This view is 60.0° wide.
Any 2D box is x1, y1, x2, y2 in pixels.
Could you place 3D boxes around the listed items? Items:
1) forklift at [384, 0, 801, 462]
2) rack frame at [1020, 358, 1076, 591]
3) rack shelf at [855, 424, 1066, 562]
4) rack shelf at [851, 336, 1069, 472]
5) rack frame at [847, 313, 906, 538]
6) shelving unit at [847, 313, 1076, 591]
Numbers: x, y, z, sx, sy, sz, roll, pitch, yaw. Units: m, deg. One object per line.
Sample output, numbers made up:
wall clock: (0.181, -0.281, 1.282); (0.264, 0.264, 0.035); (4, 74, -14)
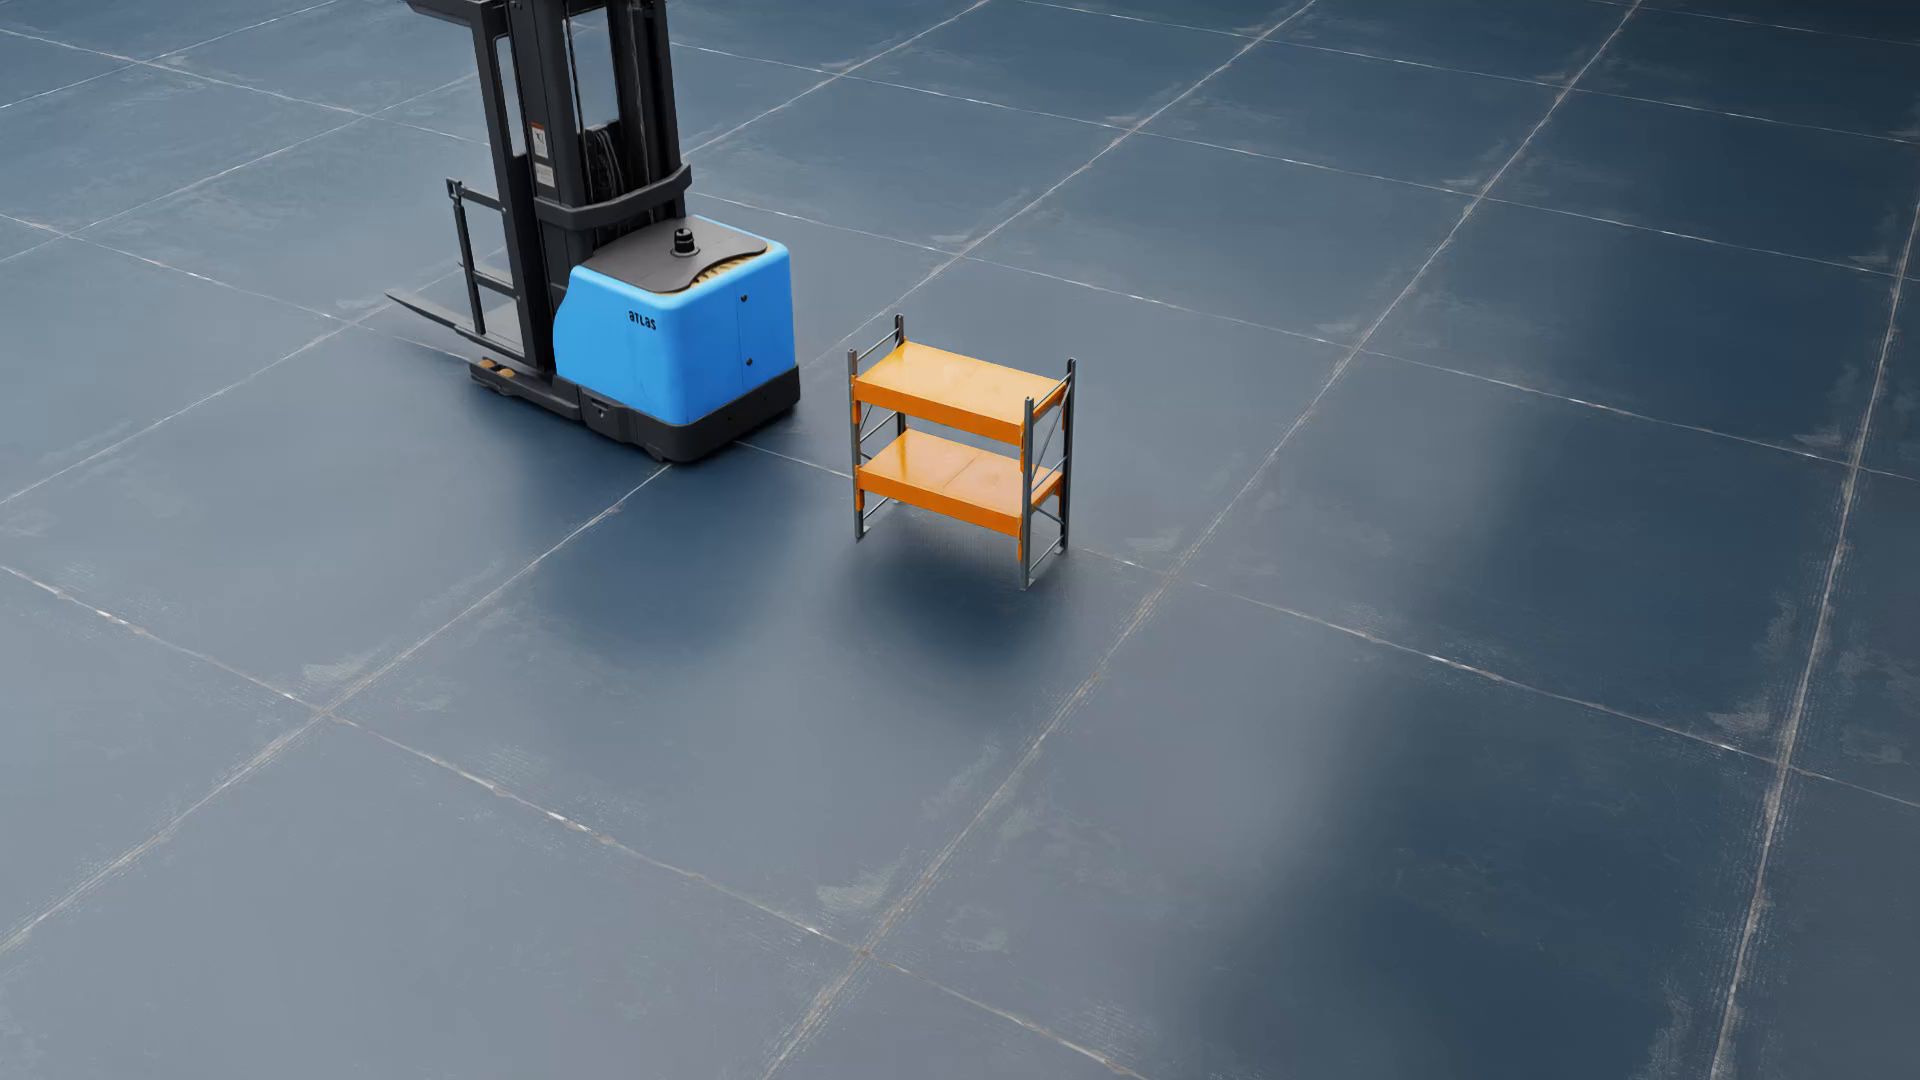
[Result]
forklift: (-2.453, -2.327, 9.871); (3.031, 2.935, 1.130); (23, 40, 31)
rack frame: (0.447, -0.327, 8.496); (0.032, 1.125, 0.500); (18, 37, 24)
rack shelf: (0.006, -0.263, 8.842); (1.000, 0.278, 0.538); (18, 37, 24)
rack shelf: (0.006, -0.710, 8.544); (1.000, 0.278, 0.538); (18, 37, 24)
rack frame: (-0.435, -0.606, 8.916); (0.032, 1.125, 0.500); (18, 37, 24)
shelving unit: (0.006, -0.466, 8.706); (1.048, 1.125, 0.538); (18, 37, 24)
